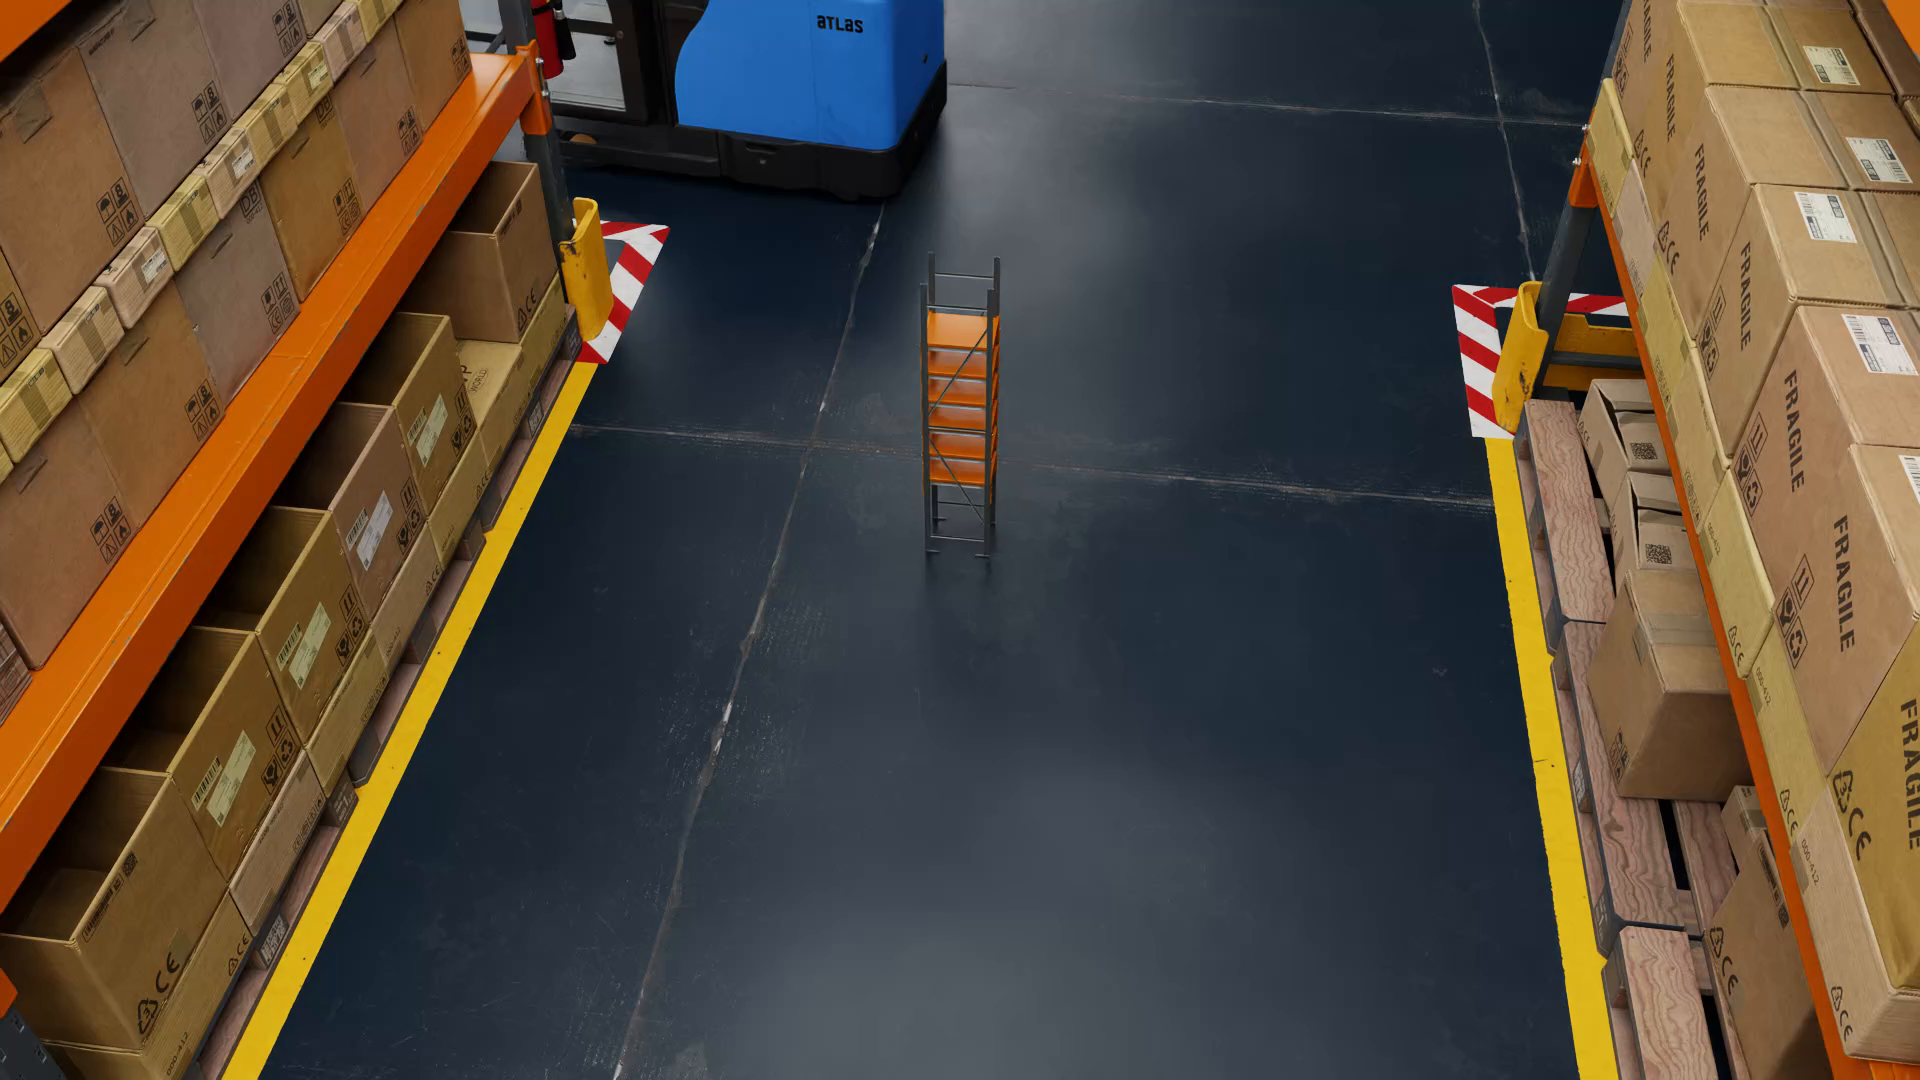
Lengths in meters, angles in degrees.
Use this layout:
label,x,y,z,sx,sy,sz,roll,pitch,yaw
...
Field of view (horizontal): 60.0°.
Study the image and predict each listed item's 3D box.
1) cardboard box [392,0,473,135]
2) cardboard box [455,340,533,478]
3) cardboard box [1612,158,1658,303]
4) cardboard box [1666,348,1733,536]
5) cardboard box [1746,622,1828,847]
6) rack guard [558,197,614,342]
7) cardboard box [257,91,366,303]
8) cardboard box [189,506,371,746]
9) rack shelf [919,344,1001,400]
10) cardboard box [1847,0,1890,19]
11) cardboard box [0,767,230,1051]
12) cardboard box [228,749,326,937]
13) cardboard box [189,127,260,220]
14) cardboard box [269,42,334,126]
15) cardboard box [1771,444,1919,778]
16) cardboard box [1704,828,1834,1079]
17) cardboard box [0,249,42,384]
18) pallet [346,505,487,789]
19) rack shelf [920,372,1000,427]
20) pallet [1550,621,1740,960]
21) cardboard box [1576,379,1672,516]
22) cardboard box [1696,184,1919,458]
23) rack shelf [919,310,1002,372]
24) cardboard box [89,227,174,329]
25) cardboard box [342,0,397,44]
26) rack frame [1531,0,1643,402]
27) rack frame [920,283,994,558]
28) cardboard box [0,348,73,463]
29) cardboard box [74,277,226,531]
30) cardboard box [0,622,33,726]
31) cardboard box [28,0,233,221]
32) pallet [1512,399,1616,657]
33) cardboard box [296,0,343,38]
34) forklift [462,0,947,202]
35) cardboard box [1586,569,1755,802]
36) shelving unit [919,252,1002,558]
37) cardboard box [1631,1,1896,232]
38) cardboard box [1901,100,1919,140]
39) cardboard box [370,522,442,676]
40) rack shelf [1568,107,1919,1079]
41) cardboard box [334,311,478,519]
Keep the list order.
label,x,y,z,sx,sy,sz,roll,pitch,yaw
cardboard box,-2.200,-1.809,5.906,0.700,0.500,0.500,5,44,6
cardboard box,-1.958,-0.509,6.301,0.500,0.250,0.500,5,44,6
cardboard box,2.351,-0.936,5.151,0.500,0.250,0.500,4,44,4
cardboard box,2.209,-0.245,4.421,0.500,0.250,0.500,6,44,6
cardboard box,2.092,0.443,3.696,0.500,0.250,0.500,5,44,6
rack guard,-2.123,-1.198,7.152,1.175,0.500,0.348,5,44,6
cardboard box,-2.336,-1.112,5.170,0.700,0.500,0.500,6,44,6
cardboard box,-2.151,0.241,4.963,0.500,0.500,0.500,5,44,6
rack shelf,0.002,-0.588,5.713,0.258,0.103,0.180,5,44,6
cardboard box,2.933,-1.526,5.229,0.500,0.500,0.500,5,44,5
cardboard box,-2.283,0.923,4.243,0.500,0.500,0.500,5,44,6
cardboard box,-2.222,0.854,4.861,0.500,0.250,0.500,5,44,6
cardboard box,-2.190,-1.026,4.608,0.380,0.149,0.250,5,44,5
cardboard box,-2.124,-1.380,4.982,0.380,0.149,0.250,6,44,7
cardboard box,2.072,0.168,3.440,0.500,0.500,0.500,5,44,5
cardboard box,2.354,1.121,4.382,0.500,0.500,0.500,2,43,2
cardboard box,-2.537,-0.518,3.599,0.700,0.500,0.500,5,44,5
pallet,-2.349,0.277,5.804,1.003,0.211,1.213,5,44,6
rack shelf,0.002,-0.500,5.796,0.258,0.103,0.180,5,44,6
pallet,2.469,0.802,5.249,1.003,0.211,1.213,5,44,6
cardboard box,2.604,-0.362,6.086,0.500,0.311,0.500,1,43,1
cardboard box,2.218,-0.528,4.175,0.500,0.500,0.500,6,44,7
rack shelf,0.002,-0.675,5.631,0.258,0.103,0.180,5,44,6
cardboard box,-2.261,-0.679,4.241,0.380,0.149,0.250,4,44,4
cardboard box,-2.054,-1.731,5.352,0.380,0.149,0.250,5,44,5
rack frame,2.785,-1.642,5.802,1.000,3.000,0.127,5,44,6
rack frame,-0.010,-0.383,5.782,0.240,1.200,0.006,5,44,6
cardboard box,-2.328,-0.327,3.869,0.380,0.149,0.250,5,44,5
cardboard box,-2.469,-0.404,4.422,0.700,0.500,0.500,6,44,6
cardboard box,-2.602,0.297,3.681,0.700,0.500,0.500,4,44,4
cardboard box,-2.403,-1.200,4.319,0.700,0.500,0.500,5,44,6
pallet,2.633,-0.027,6.125,1.003,0.211,1.213,5,44,6
cardboard box,-2.271,-1.885,5.043,0.700,0.500,0.500,4,44,4
forklift,-1.642,-3.224,7.523,3.031,2.935,1.130,10,44,10
cardboard box,2.382,0.454,5.087,0.700,0.500,0.500,3,44,3
shelving unit,0.002,-0.446,5.848,0.258,1.200,0.189,5,44,6
cardboard box,2.349,-1.233,4.919,0.500,0.500,0.500,5,44,6
cardboard box,2.793,-0.831,4.495,0.500,0.500,0.500,4,44,4
cardboard box,-2.090,0.172,5.581,0.500,0.250,0.500,5,44,6
rack shelf,2.521,-0.017,4.610,1.077,0.370,4.000,5,44,6
cardboard box,-2.019,-0.440,5.682,0.500,0.500,0.500,5,44,6
